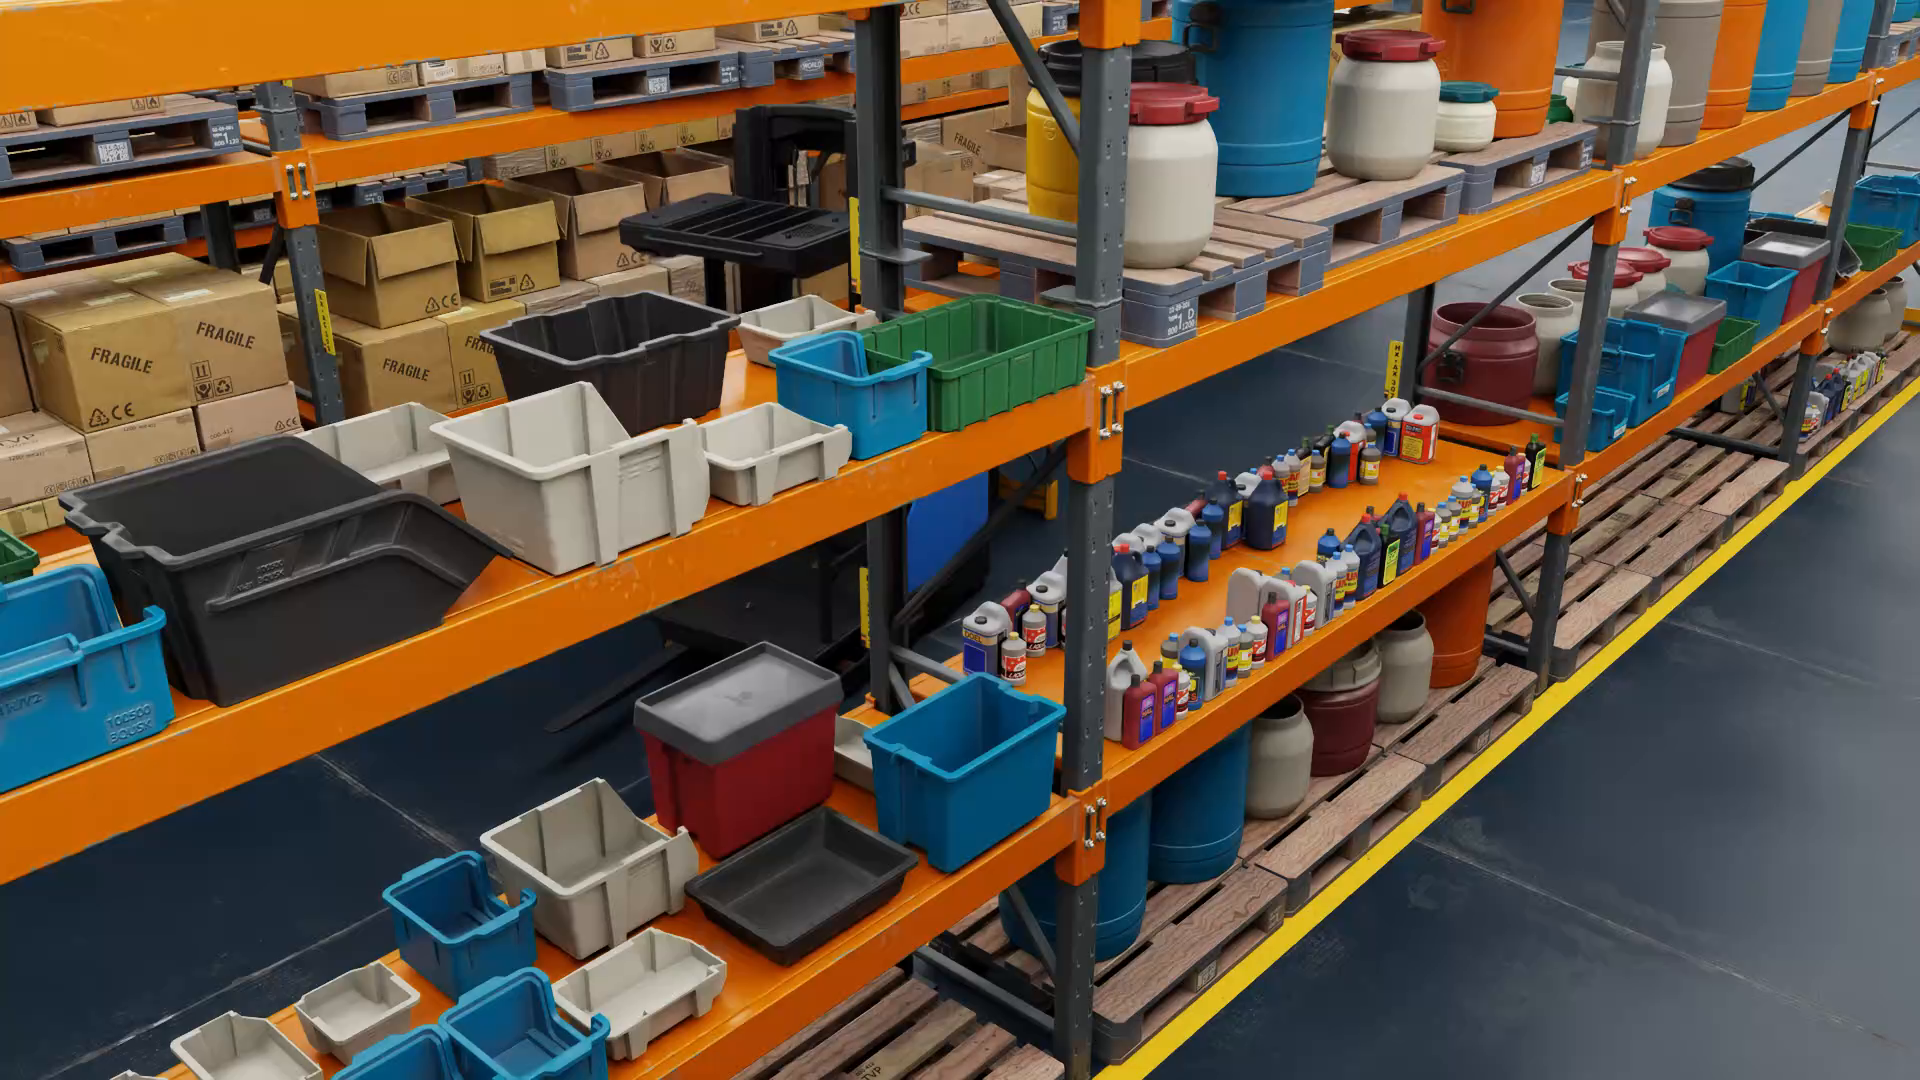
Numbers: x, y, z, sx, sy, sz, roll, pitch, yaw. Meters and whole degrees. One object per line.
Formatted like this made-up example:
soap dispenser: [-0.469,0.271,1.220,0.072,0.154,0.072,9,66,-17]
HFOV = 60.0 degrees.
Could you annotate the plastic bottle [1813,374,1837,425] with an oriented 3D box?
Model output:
plastic bottle: [6.264,-1.025,12.070,0.144,0.351,0.185,21,32,39]

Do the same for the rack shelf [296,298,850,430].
rack shelf: [-2.277,-1.097,10.409,1.077,0.370,4.000,20,31,38]

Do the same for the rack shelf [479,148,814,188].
rack shelf: [-3.234,-3.701,16.216,1.077,0.370,4.000,20,31,38]

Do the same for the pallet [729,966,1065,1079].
pallet: [-0.385,2.044,5.934,1.003,0.211,1.213,20,31,38]

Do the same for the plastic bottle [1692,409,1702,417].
plastic bottle: [5.426,-1.020,12.241,0.097,0.201,0.097,0,24,0]

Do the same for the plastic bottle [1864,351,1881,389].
plastic bottle: [6.998,-1.329,12.838,0.152,0.276,0.135,20,31,38]

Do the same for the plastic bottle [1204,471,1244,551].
plastic bottle: [1.182,-0.146,7.469,0.144,0.351,0.185,20,31,38]

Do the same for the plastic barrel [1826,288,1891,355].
plastic barrel: [7.369,-1.802,13.629,0.421,0.512,0.421,0,24,0]

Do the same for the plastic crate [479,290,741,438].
plastic crate: [-0.957,-0.469,4.622,0.497,0.269,0.590,20,31,38]

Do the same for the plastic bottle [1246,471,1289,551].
plastic bottle: [1.385,-0.145,7.468,0.144,0.351,0.185,20,31,38]

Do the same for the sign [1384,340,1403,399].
sign: [2.332,-0.904,8.901,0.100,0.325,0.005,20,31,38]

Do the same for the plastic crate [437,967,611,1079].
plastic crate: [-1.104,1.327,4.256,0.416,0.233,0.300,20,31,38]

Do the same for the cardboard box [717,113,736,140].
cardboard box: [-2.385,-4.298,16.547,0.500,0.500,0.500,20,31,37]

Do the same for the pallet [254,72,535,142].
pallet: [-3.037,-2.390,8.981,0.805,0.209,1.217,19,30,36]

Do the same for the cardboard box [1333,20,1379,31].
cardboard box: [3.549,-4.569,15.565,0.500,0.500,0.500,20,31,38]

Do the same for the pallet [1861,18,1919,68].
pallet: [5.825,-3.430,11.297,1.213,0.211,1.003,20,31,38]

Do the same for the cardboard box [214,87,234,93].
cardboard box: [-7.967,-4.866,17.729,0.380,0.149,0.250,18,30,35]

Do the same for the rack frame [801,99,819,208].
rack frame: [-1.899,-4.638,17.428,1.000,3.000,0.127,20,31,38]

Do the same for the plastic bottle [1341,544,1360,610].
plastic bottle: [1.605,0.148,6.910,0.097,0.271,0.097,0,24,0]

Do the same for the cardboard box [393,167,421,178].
cardboard box: [-4.722,-3.146,13.893,0.380,0.149,0.250,20,31,37]

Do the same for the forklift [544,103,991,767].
forklift: [-0.990,-0.671,8.665,1.130,2.935,3.031,13,27,27]

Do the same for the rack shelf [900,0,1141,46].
rack shelf: [1.411,-2.299,6.247,1.077,0.370,4.000,20,31,38]

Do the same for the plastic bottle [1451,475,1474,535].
plastic bottle: [2.289,-0.164,7.608,0.097,0.271,0.097,0,24,0]

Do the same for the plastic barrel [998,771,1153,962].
plastic barrel: [0.452,1.142,6.589,0.600,0.901,0.708,20,31,38]

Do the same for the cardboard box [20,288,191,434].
cardboard box: [-4.057,-0.861,7.906,0.500,0.500,0.500,21,31,38]

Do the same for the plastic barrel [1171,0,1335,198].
plastic barrel: [1.102,-1.814,6.337,0.600,0.901,0.708,20,31,38]

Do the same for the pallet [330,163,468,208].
pallet: [-4.965,-3.086,14.200,1.213,0.211,1.003,20,31,38]

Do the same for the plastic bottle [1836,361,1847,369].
plastic bottle: [6.800,-1.281,12.823,0.097,0.201,0.097,0,24,0]

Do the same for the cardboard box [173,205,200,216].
cardboard box: [-5.944,-2.587,12.648,0.380,0.149,0.250,19,30,35]

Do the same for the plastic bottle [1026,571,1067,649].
plastic bottle: [0.343,0.274,6.625,0.152,0.276,0.135,20,31,38]

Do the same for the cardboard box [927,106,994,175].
cardboard box: [-0.218,-4.586,19.395,0.875,0.875,0.875,20,31,37]

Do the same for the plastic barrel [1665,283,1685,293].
plastic barrel: [4.418,-1.476,10.545,0.301,0.262,0.301,0,24,0]

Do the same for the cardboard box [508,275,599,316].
cardboard box: [-2.449,-1.239,9.725,0.500,0.500,0.500,19,31,36]

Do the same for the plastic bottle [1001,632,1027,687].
plastic bottle: [0.204,0.447,6.329,0.097,0.201,0.097,0,24,0]

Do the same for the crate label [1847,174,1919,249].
crate label: [7.058,-2.501,12.618,0.502,0.435,0.616,20,31,38]

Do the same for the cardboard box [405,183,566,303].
cardboard box: [-2.725,-1.722,9.576,0.797,0.503,0.637,21,31,38]

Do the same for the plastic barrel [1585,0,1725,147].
plastic barrel: [3.456,-2.470,8.314,0.600,0.901,0.600,0,24,0]

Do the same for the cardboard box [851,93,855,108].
cardboard box: [-1.311,-4.996,18.043,0.875,0.550,0.550,20,31,38]

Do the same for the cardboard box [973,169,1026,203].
cardboard box: [0.348,-2.605,12.564,0.500,0.250,0.500,19,30,36]

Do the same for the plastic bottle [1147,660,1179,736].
plastic bottle: [0.728,0.554,5.990,0.061,0.283,0.133,20,31,38]

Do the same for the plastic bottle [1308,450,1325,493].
plastic bottle: [1.721,-0.338,8.081,0.097,0.201,0.097,0,24,0]

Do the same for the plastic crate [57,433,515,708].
plastic crate: [-1.369,0.025,3.438,0.504,0.338,0.767,20,31,38]

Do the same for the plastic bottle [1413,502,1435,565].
plastic bottle: [2.031,-0.041,7.317,0.061,0.283,0.133,20,31,38]

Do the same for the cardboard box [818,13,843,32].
cardboard box: [-0.808,-3.546,11.510,0.500,0.250,0.500,20,31,38]

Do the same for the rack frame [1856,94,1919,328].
rack frame: [8.085,-3.119,14.041,1.000,3.000,0.127,20,31,38]

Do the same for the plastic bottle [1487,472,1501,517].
plastic bottle: [2.484,-0.221,7.820,0.097,0.201,0.097,0,24,0]

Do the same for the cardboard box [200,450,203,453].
cardboard box: [-3.743,-0.440,8.372,0.380,0.149,0.250,21,32,38]

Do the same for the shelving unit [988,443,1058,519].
shelving unit: [0.088,-0.753,10.596,0.587,1.500,1.083,18,30,35]

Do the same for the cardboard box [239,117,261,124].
cardboard box: [-5.722,-3.360,13.645,0.380,0.149,0.250,22,32,40]

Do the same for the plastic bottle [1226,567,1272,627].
plastic bottle: [1.174,0.233,6.716,0.152,0.276,0.135,20,31,38]

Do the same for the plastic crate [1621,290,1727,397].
plastic crate: [4.053,-1.120,9.503,0.402,0.464,0.583,20,31,38]

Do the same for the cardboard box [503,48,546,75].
cardboard box: [-2.506,-2.674,9.175,0.380,0.149,0.250,19,30,35]
